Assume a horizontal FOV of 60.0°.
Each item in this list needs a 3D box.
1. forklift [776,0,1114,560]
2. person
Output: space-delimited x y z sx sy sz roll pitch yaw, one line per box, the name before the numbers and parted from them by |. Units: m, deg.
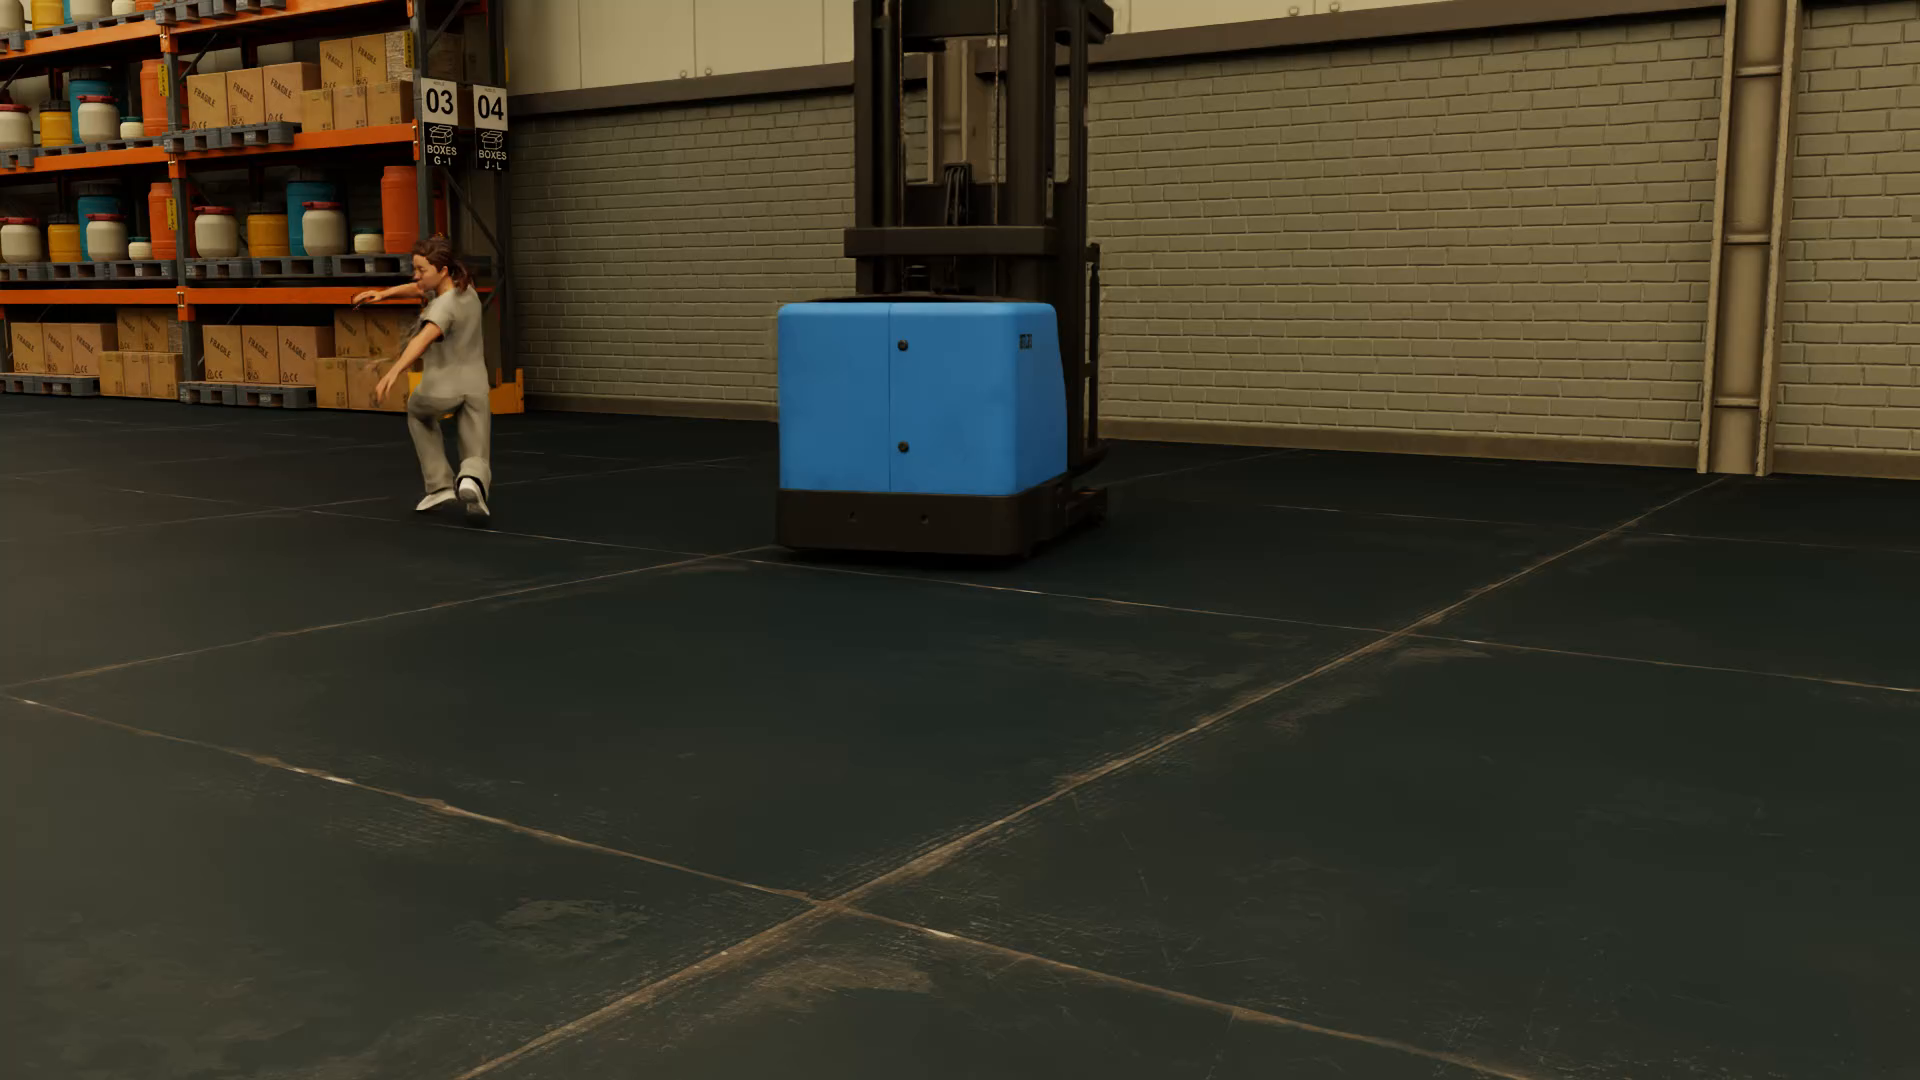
forklift | 0.116 -1.538 8.010 1.130 2.935 3.031 2 8 15
person | -2.642 -0.770 8.158 0.737 1.416 0.963 -8 11 -43
